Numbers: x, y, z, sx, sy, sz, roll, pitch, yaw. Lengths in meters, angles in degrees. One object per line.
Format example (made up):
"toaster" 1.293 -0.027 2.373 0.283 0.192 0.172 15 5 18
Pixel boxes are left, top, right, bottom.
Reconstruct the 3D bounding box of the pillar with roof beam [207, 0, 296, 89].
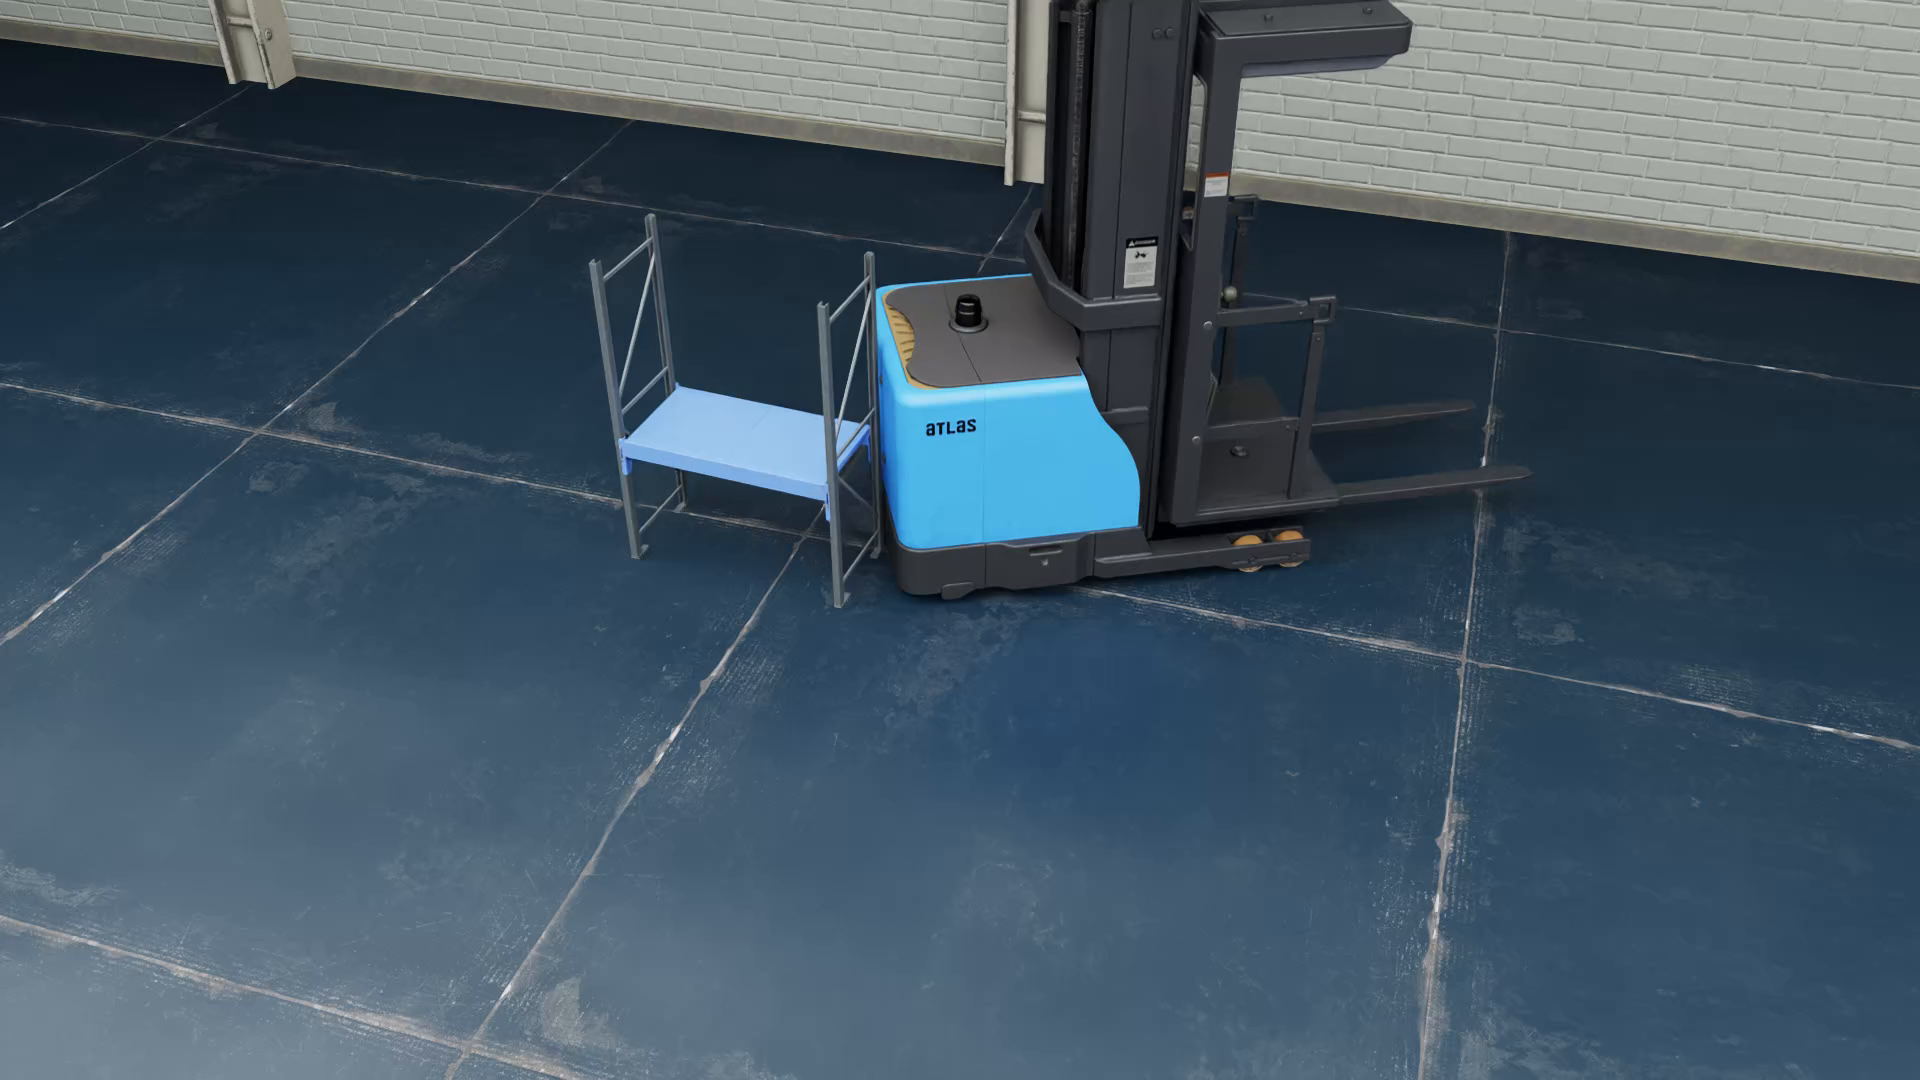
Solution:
"pillar with roof beam" -6.487 -4.637 6.459 0.400 9.000 9.100 10 38 14

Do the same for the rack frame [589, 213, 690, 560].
"rack frame" -1.403 -0.653 7.372 0.032 1.500 0.500 13 38 17

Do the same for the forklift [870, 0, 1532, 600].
"forklift" 1.134 -1.338 7.095 3.031 2.935 1.130 -6 37 -8

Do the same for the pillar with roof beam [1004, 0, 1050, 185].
"pillar with roof beam" -0.760 -3.576 5.018 0.400 9.000 9.100 10 38 14

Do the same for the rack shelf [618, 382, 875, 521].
"rack shelf" -0.928 -0.401 7.334 1.000 0.185 0.538 13 38 17

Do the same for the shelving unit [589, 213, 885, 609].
"shelving unit" -0.928 -0.546 7.227 1.048 1.500 0.538 13 38 17

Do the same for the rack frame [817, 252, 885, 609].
"rack frame" -0.453 -0.440 7.082 0.032 1.500 0.500 13 38 17
